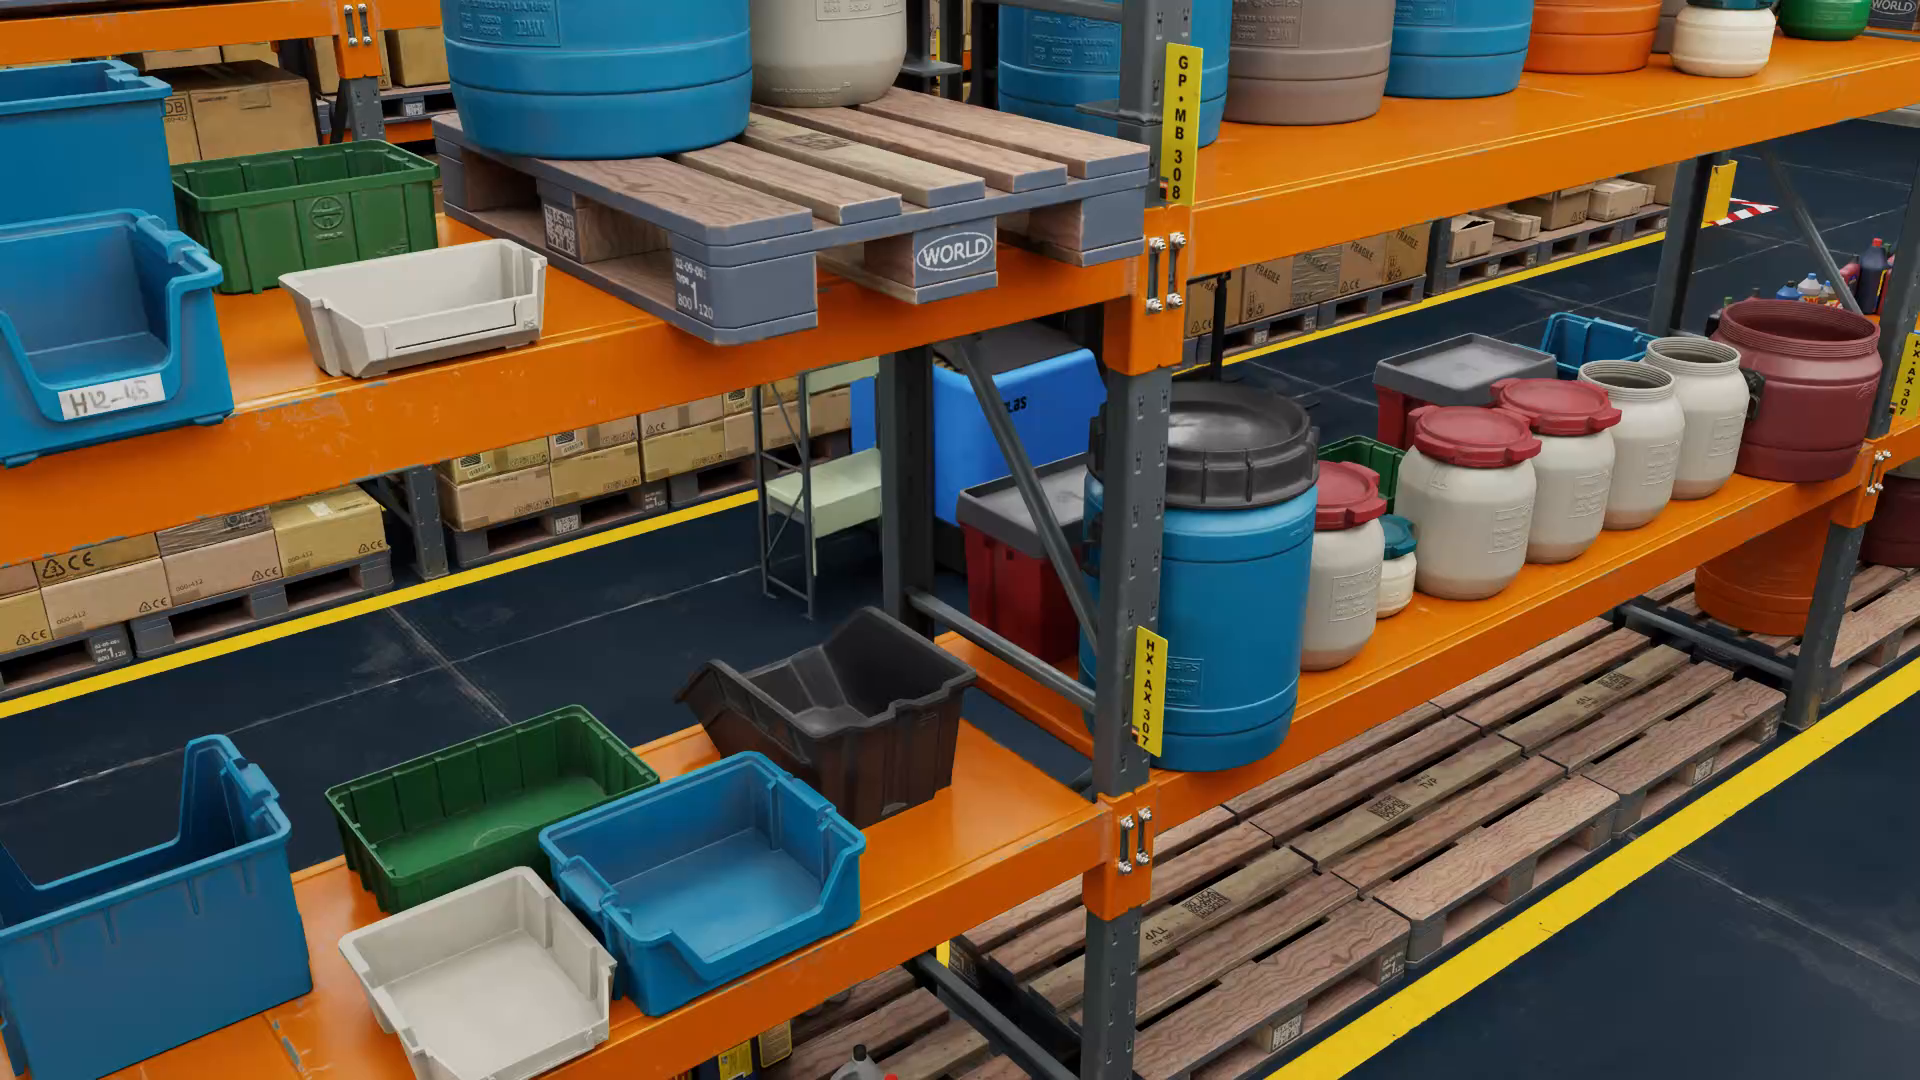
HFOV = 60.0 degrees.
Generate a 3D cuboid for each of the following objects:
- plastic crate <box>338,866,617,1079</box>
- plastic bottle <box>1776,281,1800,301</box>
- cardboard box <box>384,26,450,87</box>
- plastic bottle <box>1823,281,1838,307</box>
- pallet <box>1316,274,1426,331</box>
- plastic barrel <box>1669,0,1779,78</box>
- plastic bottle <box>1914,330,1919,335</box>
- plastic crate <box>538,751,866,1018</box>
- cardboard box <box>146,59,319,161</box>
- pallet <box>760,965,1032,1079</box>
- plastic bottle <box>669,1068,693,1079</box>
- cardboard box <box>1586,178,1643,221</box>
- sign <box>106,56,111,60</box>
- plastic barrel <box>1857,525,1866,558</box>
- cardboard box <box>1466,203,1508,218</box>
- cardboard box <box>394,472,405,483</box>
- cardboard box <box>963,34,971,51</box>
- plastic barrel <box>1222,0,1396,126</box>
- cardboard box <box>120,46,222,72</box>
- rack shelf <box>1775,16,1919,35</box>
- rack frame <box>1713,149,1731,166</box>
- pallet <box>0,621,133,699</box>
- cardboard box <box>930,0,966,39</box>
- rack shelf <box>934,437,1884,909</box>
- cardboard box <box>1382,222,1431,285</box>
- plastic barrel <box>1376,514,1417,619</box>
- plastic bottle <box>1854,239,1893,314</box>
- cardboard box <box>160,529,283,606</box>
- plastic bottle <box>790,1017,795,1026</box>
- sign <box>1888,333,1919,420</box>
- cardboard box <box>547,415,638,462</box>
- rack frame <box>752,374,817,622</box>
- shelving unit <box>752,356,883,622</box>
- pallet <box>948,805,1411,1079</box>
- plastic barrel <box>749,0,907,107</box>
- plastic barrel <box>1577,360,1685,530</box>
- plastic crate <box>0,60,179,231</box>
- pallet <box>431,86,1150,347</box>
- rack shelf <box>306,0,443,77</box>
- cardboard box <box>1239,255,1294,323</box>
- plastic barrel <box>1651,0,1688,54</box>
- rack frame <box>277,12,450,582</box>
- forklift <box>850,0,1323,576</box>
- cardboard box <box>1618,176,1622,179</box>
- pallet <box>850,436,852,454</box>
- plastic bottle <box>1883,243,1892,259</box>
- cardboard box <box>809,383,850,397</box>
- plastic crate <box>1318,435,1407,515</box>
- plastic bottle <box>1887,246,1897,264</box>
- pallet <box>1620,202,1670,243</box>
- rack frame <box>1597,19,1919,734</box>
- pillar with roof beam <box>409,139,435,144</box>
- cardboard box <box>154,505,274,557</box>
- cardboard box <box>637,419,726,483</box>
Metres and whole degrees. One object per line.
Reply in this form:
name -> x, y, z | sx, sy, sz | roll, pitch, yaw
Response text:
plastic crate -> -0.991, 0.937, 3.482 | 0.437, 0.136, 0.530 | -18, 31, -34
plastic bottle -> 3.771, -1.050, 7.602 | 0.097, 0.271, 0.097 | 0, 25, 0
cardboard box -> -4.165, -3.798, 12.729 | 0.500, 0.500, 0.700 | -18, 31, -34
plastic bottle -> 4.077, -1.120, 7.835 | 0.097, 0.201, 0.097 | 0, 25, 0
pallet -> 2.756, -1.920, 12.636 | 1.213, 0.211, 1.003 | -18, 31, -34
plastic barrel -> 2.422, -1.618, 5.274 | 0.301, 0.262, 0.301 | 0, 25, 0
plastic bottle -> 4.091, -0.799, 7.145 | 0.097, 0.201, 0.097 | 0, 25, 0
plastic crate -> -0.572, 0.756, 3.734 | 0.616, 0.251, 0.499 | -18, 31, -34
cardboard box -> -3.268, -1.847, 7.506 | 0.500, 0.500, 0.700 | -18, 30, -34
pallet -> -0.423, 1.737, 4.757 | 1.213, 0.211, 1.003 | -18, 31, -34
plastic bottle -> -0.800, 1.499, 4.675 | 0.097, 0.271, 0.097 | 0, 25, 0
cardboard box -> 5.478, -2.940, 14.266 | 0.500, 0.250, 0.500 | -18, 31, -34
sign -> -5.641, -3.185, 11.022 | 0.005, 0.325, 0.100 | -18, 31, -34
plastic barrel -> 4.042, -0.099, 7.856 | 0.421, 0.512, 0.421 | 0, 25, 0
cardboard box -> 4.236, -2.825, 13.946 | 0.500, 0.311, 0.500 | -18, 31, -34
cardboard box -> -2.775, -0.477, 8.983 | 0.500, 0.250, 0.500 | -19, 31, -35
cardboard box -> 0.038, -4.689, 15.564 | 0.250, 0.149, 0.380 | -18, 30, -33
plastic barrel -> 0.912, -1.650, 4.584 | 0.600, 0.901, 0.600 | 0, 25, 0
cardboard box -> -5.561, -3.336, 11.734 | 0.500, 0.500, 0.700 | -18, 30, -34
rack shelf -> 4.852, -2.281, 7.394 | 4.000, 0.370, 1.077 | -18, 31, -34
rack frame -> 6.520, -4.448, 14.770 | 0.127, 3.000, 1.000 | -18, 31, -34
pallet -> -4.535, 0.446, 7.539 | 1.213, 0.211, 1.003 | -18, 31, -34
cardboard box -> -0.290, -4.899, 15.246 | 0.500, 0.500, 0.500 | -18, 30, -34
rack shelf -> 1.705, 0.118, 5.787 | 4.000, 0.370, 1.077 | -18, 31, -34
cardboard box -> 3.161, -2.251, 12.484 | 0.500, 0.500, 0.500 | -18, 31, -34
plastic barrel -> 1.267, 0.081, 5.176 | 0.301, 0.262, 0.301 | 0, 25, 0
plastic bottle -> 4.384, -1.276, 7.995 | 0.185, 0.351, 0.144 | -18, 31, -34
cardboard box -> -3.552, 0.046, 7.856 | 0.500, 0.250, 0.500 | -18, 31, -34
plastic bottle -> -0.550, 1.372, 5.033 | 0.097, 0.201, 0.097 | 0, 25, 0
sign -> 3.624, -0.621, 6.332 | 0.005, 0.325, 0.100 | -18, 31, -34
cardboard box -> -2.047, -0.681, 8.756 | 0.500, 0.311, 0.500 | -19, 31, -35
rack frame -> -0.826, -0.355, 7.733 | 0.023, 1.500, 0.400 | -21, 32, -37
shelving unit -> -0.554, -0.458, 7.956 | 0.755, 1.500, 0.431 | -21, 32, -37
pallet -> 0.725, 1.359, 5.570 | 1.213, 0.211, 1.003 | -18, 31, -34
plastic barrel -> -0.329, -1.244, 3.672 | 0.421, 0.512, 0.421 | 0, 25, 0
plastic barrel -> 2.269, -0.331, 5.767 | 0.421, 0.512, 0.421 | 0, 25, 0
plastic crate -> -1.702, -0.598, 2.931 | 0.575, 0.384, 0.392 | -18, 31, -34
pallet -> -0.377, -0.744, 3.450 | 1.003, 0.211, 1.213 | -18, 31, -34
rack shelf -> -1.349, -2.884, 8.693 | 4.000, 0.370, 1.077 | -18, 31, -34
cardboard box -> 1.973, -1.863, 11.647 | 0.500, 0.500, 0.500 | -19, 31, -36
plastic barrel -> 2.498, -2.174, 5.713 | 0.600, 0.901, 0.600 | 0, 25, 0
rack frame -> -2.923, -1.330, 8.053 | 0.127, 3.000, 1.000 | -18, 31, -34
forklift -> 0.852, -1.653, 8.830 | 3.031, 2.935, 1.130 | -21, 32, -37
cardboard box -> 5.782, -3.302, 15.145 | 0.250, 0.166, 0.380 | -18, 31, -34
pallet -> -0.447, -0.904, 10.446 | 1.213, 0.211, 1.003 | -18, 31, -34
plastic bottle -> 4.484, -1.301, 8.128 | 0.133, 0.283, 0.061 | -18, 31, -34
cardboard box -> -0.839, -1.082, 9.620 | 0.500, 0.311, 0.500 | -18, 31, -34
plastic crate -> 1.327, -0.138, 5.737 | 0.662, 0.188, 0.450 | -18, 31, -34
plastic bottle -> 4.521, -1.281, 8.085 | 0.133, 0.283, 0.061 | -18, 31, -34
pallet -> 5.834, -2.955, 14.868 | 1.213, 0.211, 1.003 | -18, 31, -34
rack frame -> 3.279, -0.728, 6.755 | 0.127, 3.000, 1.000 | -18, 31, -34
pillar with roof beam -> -1.735, -5.253, 9.380 | 0.400, 9.000, 9.100 | -18, 31, -34
cardboard box -> -3.553, -0.295, 7.699 | 0.500, 0.500, 0.500 | -18, 31, -34
cardboard box -> -1.643, -0.564, 9.170 | 0.500, 0.250, 0.500 | -19, 31, -36
